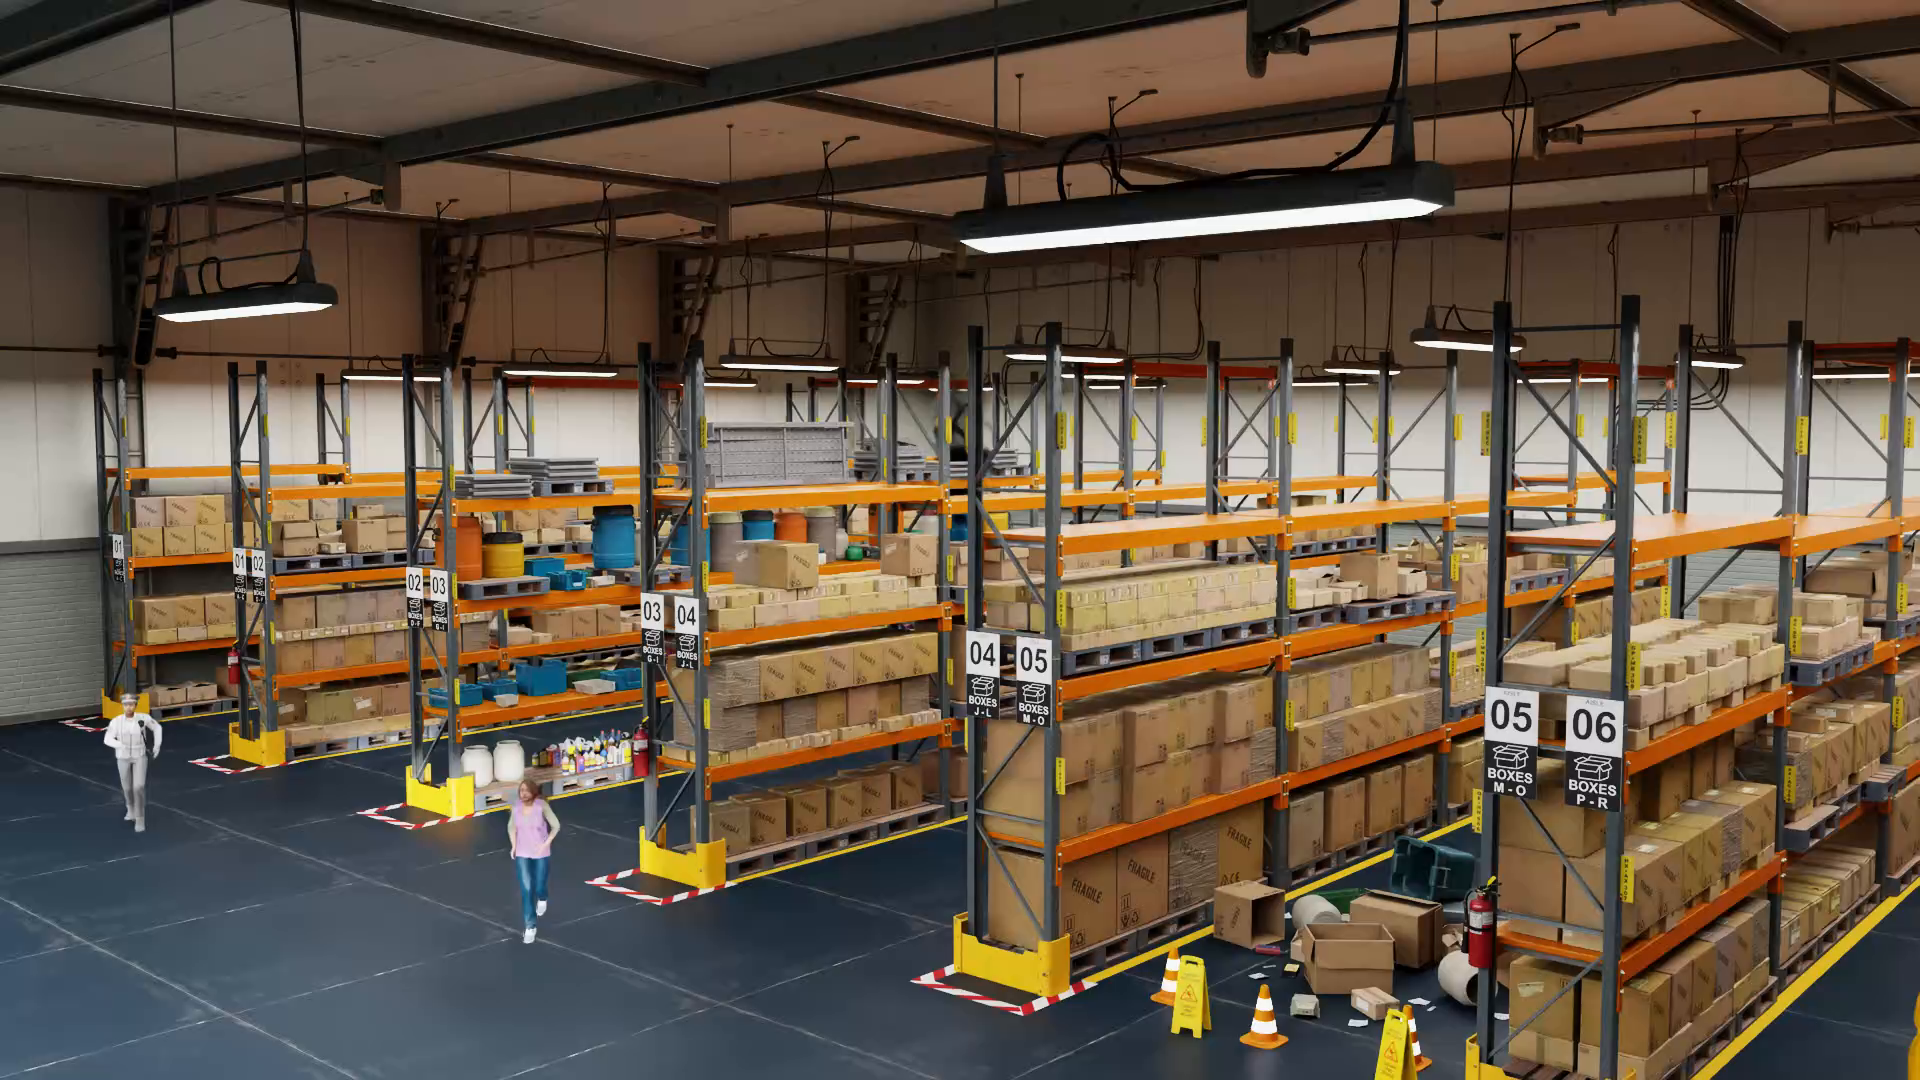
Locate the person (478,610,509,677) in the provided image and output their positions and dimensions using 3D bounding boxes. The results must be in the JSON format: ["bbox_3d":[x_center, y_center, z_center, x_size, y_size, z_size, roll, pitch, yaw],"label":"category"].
[{"bbox_3d":[-8.508,2.105,30.449,0.613,1.722,0.909,2,5,24],"label":"person"}]

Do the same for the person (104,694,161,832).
[{"bbox_3d":[-10.422,2.792,20.970,0.627,1.767,0.745,-1,4,-19],"label":"person"}]

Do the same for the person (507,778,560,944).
[{"bbox_3d":[-4.260,3.156,16.658,0.535,1.608,0.711,0,4,-2],"label":"person"}]
